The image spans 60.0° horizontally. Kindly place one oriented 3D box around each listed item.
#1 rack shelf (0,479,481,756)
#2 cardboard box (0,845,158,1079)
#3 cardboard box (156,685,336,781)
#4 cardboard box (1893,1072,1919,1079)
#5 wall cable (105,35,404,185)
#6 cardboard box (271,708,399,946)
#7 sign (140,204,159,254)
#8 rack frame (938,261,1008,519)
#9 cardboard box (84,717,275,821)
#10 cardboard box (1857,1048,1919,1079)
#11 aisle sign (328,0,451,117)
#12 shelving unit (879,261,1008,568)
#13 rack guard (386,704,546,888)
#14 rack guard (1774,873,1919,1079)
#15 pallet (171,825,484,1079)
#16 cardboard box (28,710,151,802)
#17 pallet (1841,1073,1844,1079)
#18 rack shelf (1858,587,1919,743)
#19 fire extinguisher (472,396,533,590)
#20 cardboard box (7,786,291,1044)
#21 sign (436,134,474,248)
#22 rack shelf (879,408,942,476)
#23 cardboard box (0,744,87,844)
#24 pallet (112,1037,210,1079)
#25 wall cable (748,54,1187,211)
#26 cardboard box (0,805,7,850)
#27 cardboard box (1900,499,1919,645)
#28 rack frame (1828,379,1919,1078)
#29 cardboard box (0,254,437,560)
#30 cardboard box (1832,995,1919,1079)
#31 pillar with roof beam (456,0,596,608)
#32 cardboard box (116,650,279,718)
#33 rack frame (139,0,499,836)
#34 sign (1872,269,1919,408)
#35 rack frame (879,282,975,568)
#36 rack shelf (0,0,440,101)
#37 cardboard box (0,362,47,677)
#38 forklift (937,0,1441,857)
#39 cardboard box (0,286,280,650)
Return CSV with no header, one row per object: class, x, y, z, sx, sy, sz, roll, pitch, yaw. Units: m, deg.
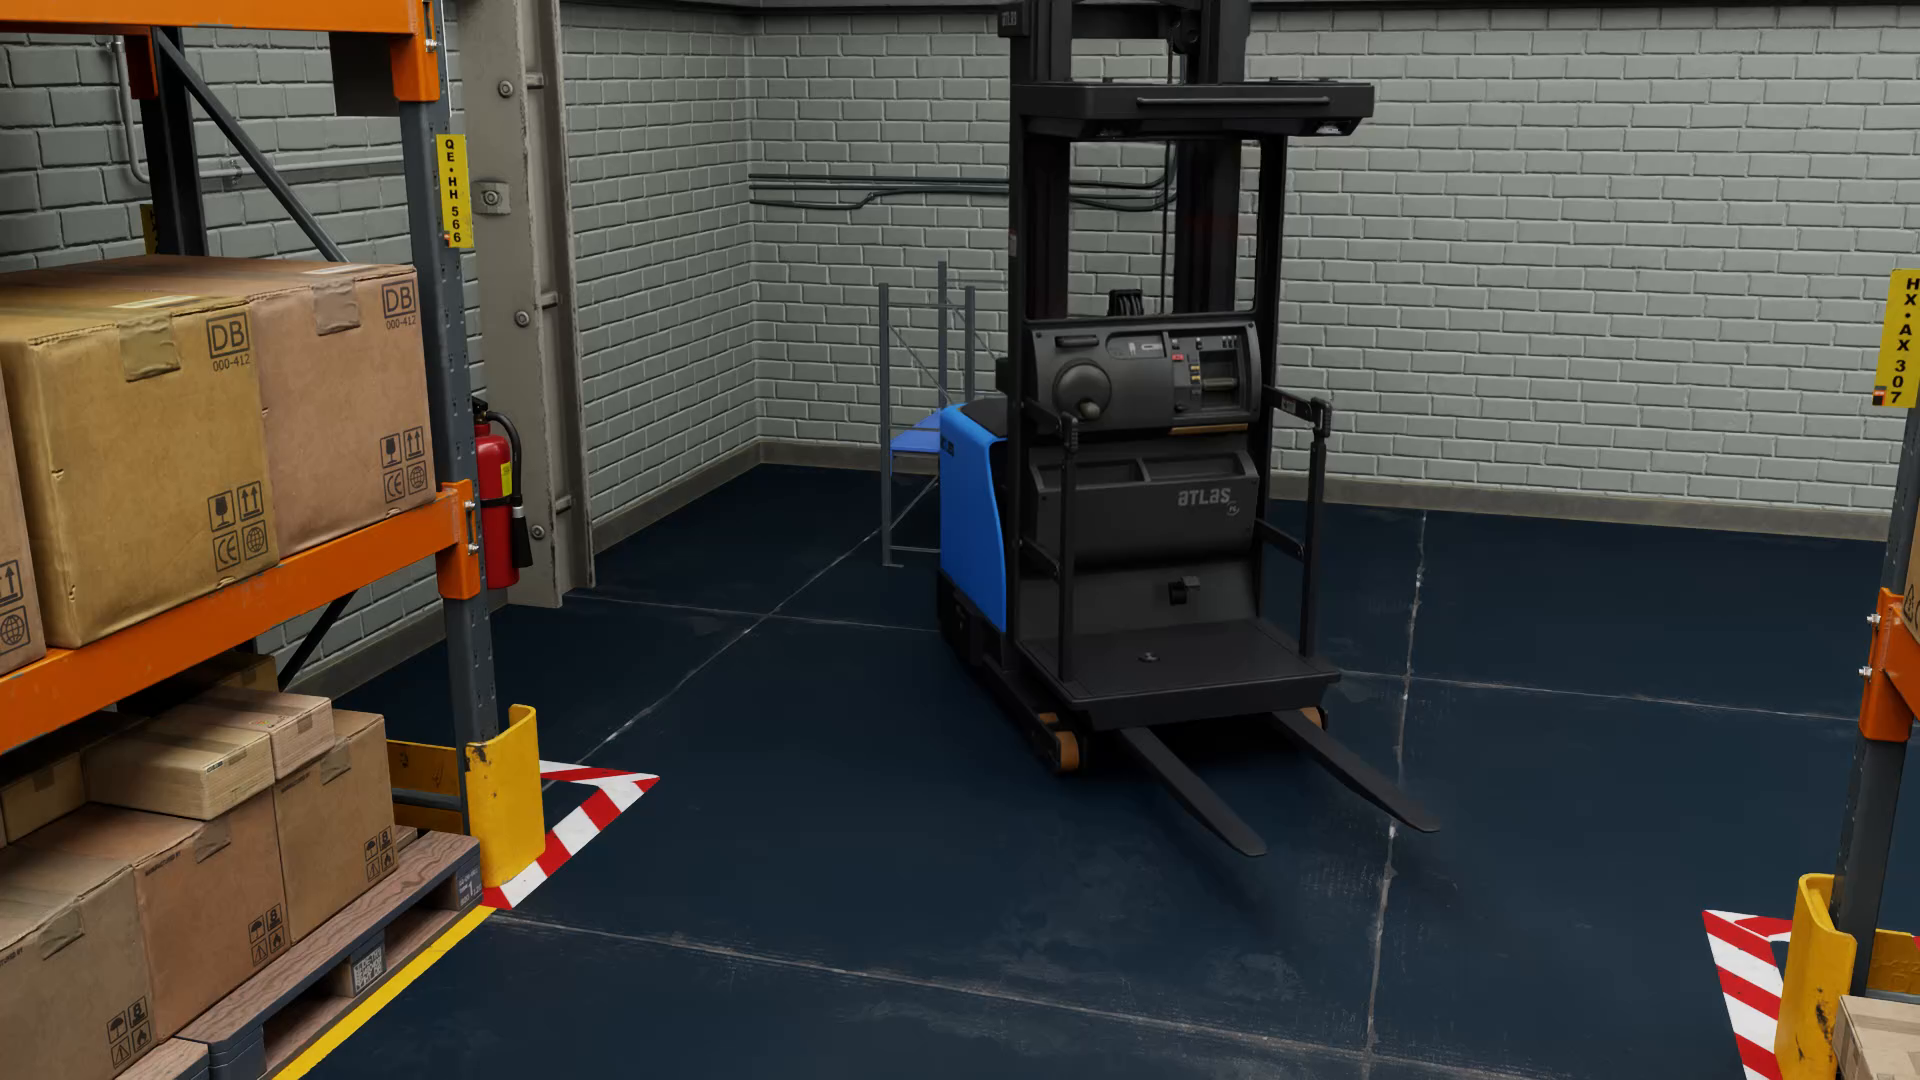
rack shelf,-2.572,0.471,3.491,1.077,0.370,4.000,5,16,16
cardboard box,-2.391,1.055,3.923,0.700,0.500,0.500,4,16,14
cardboard box,-1.968,0.528,4.592,0.380,0.149,0.250,4,16,15
cardboard box,2.179,1.347,3.317,0.500,0.250,0.500,5,16,16
wall cable,-2.546,-1.296,6.539,0.084,1.984,1.851,5,16,16
cardboard box,-2.106,0.793,4.849,0.700,0.500,0.500,5,16,16
sign,-2.534,-0.898,5.266,0.100,0.325,0.005,5,16,16
rack frame,0.120,-0.832,9.515,0.500,1.500,0.032,5,16,16
cardboard box,-2.040,0.595,4.356,0.380,0.149,0.250,5,17,17
cardboard box,2.228,1.284,3.691,0.380,0.166,0.250,5,16,16
aisle sign,-1.695,-1.645,4.867,0.394,0.787,0.004,5,16,16
shelving unit,-0.024,-0.699,9.046,0.538,1.500,1.048,5,16,16
rack guard,-1.996,0.798,5.601,1.175,0.500,0.348,5,16,16
rack guard,2.726,1.207,4.158,1.175,0.500,0.348,5,16,16
pallet,-2.155,1.158,4.859,1.003,0.211,1.213,5,16,16
cardboard box,-2.406,0.565,4.463,0.380,0.149,0.250,5,16,16
pallet,2.500,1.555,3.462,1.003,0.211,1.213,5,16,16
rack shelf,2.179,0.854,2.140,1.077,0.370,4.000,5,16,16
fire extinguisher,-1.518,-0.186,5.312,0.296,0.674,0.183,5,16,16
cardboard box,-2.248,0.924,4.387,0.700,0.500,0.500,5,16,16
sign,-1.487,-1.024,4.886,0.100,0.325,0.005,5,16,16
rack shelf,-0.024,-0.526,9.095,0.538,0.185,1.000,5,16,16
cardboard box,-2.477,0.631,4.232,0.380,0.149,0.250,5,17,16
pallet,-2.504,1.476,3.738,1.003,0.211,1.213,5,16,16
wall cable,-0.053,-3.243,9.962,3.097,2.526,0.112,5,16,16
cardboard box,-2.549,0.697,3.997,0.380,0.149,0.250,5,17,17
cardboard box,2.368,0.032,3.536,0.500,0.500,0.500,5,17,17
rack frame,2.747,-0.015,3.887,1.000,3.000,0.127,5,16,16
cardboard box,-2.139,-0.409,4.724,0.980,0.700,0.700,5,17,18
cardboard box,2.299,1.227,3.924,0.380,0.149,0.250,5,16,16
pillar with roof beam,2.062,-3.724,5.969,9.100,9.000,0.400,5,16,16
cardboard box,-2.262,0.432,4.930,0.380,0.149,0.250,5,17,16
rack frame,-2.003,-0.399,5.238,1.000,3.000,0.127,5,16,16
sign,2.227,-0.474,3.917,0.100,0.325,0.005,5,16,16
rack frame,-0.169,-0.566,8.577,0.500,1.500,0.032,5,16,16
rack shelf,-2.572,-0.972,3.082,1.077,0.370,4.000,5,16,16
cardboard box,-2.560,-0.019,3.349,0.980,0.700,0.700,4,16,13
forklift,0.790,-0.649,6.248,1.130,2.935,3.031,-4,16,-15
cardboard box,-2.335,-0.218,4.050,0.980,0.700,0.700,4,16,15
